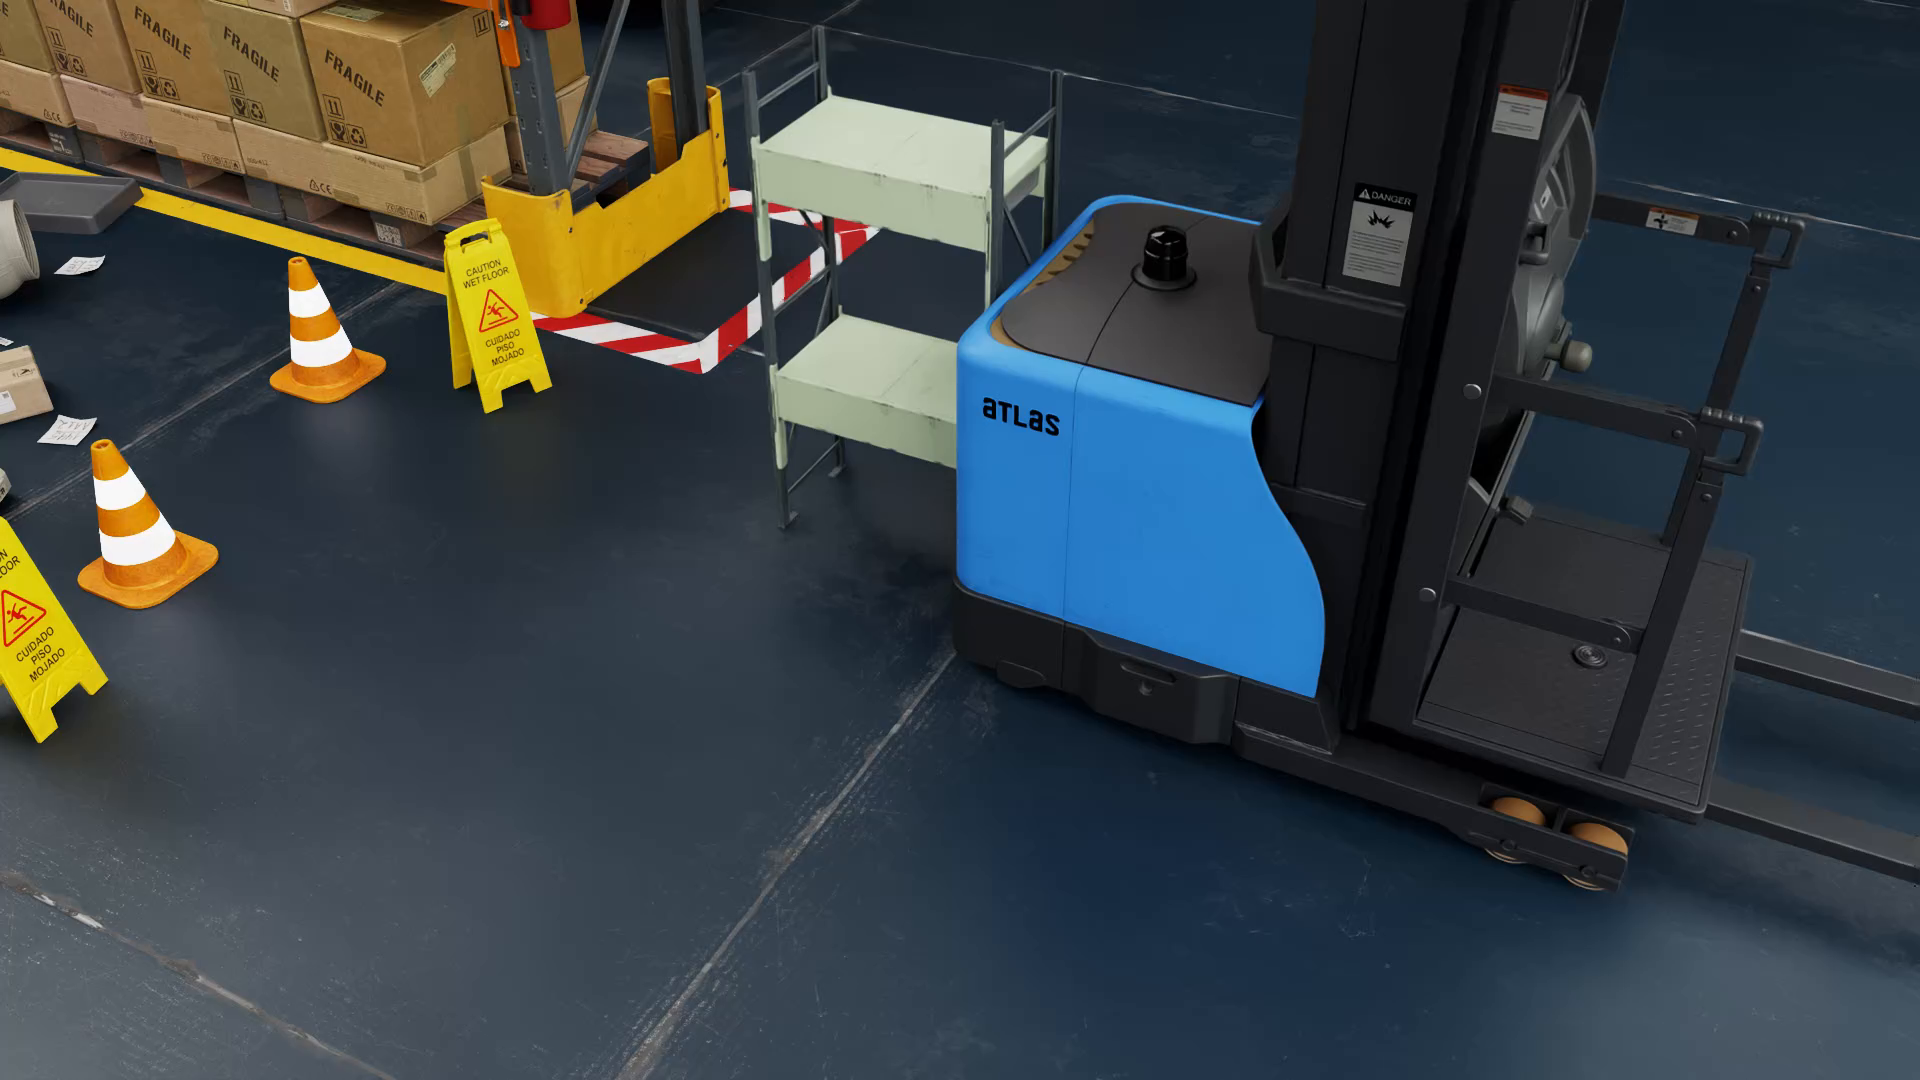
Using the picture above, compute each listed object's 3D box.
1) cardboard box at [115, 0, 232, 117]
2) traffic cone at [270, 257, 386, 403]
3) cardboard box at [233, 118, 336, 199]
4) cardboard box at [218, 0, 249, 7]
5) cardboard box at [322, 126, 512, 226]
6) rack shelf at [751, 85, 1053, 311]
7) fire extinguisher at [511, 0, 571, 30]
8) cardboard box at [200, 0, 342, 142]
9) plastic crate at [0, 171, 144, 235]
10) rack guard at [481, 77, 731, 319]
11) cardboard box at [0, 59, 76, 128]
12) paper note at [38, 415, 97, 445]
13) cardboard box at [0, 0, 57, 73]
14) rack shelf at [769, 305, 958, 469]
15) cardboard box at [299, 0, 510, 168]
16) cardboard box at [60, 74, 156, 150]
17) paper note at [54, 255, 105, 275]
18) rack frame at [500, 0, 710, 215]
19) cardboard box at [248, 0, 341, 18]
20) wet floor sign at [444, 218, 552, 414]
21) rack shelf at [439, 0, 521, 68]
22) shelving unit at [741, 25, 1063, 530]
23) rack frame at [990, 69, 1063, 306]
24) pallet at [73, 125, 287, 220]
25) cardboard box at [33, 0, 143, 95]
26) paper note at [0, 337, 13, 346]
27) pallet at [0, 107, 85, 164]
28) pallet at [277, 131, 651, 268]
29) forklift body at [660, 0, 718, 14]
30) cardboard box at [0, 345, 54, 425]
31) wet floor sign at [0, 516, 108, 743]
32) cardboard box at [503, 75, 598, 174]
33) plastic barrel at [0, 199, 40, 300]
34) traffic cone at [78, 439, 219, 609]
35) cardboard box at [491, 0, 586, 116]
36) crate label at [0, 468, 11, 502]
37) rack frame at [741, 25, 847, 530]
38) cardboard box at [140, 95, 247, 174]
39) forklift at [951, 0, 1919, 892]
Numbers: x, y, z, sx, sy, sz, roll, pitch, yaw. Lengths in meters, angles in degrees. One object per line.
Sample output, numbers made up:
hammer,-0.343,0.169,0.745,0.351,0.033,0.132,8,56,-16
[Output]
cardboard box,-3.059,-2.110,6.856,0.500,0.500,0.500,16,40,20
traffic cone,-2.293,-0.786,5.903,0.334,0.463,0.336,17,41,21
cardboard box,-2.616,-1.670,6.896,0.500,0.250,0.500,18,41,22
cardboard box,-2.728,-2.219,6.462,0.250,0.149,0.380,18,41,22
cardboard box,-2.181,-1.529,6.710,0.500,0.250,0.500,17,40,21
rack shelf,-0.152,-0.953,4.620,0.720,0.370,0.431,17,40,21
fire extinguisher,-1.428,-2.059,5.546,0.183,0.674,0.296,17,41,21
cardboard box,-2.614,-1.966,6.666,0.500,0.500,0.500,19,41,23
plastic crate,-3.853,-1.442,7.083,0.583,0.080,0.402,4,37,6
rack guard,-1.385,-1.395,6.674,0.348,0.500,1.175,17,41,21
cardboard box,-3.991,-2.102,7.466,0.500,0.250,0.500,20,41,24
paper note,-3.073,-0.381,5.727,0.142,0.019,0.148,4,37,6
cardboard box,-3.989,-2.401,7.239,0.500,0.500,0.500,19,41,23
rack shelf,-0.152,-0.383,5.053,0.720,0.370,0.431,17,40,21
cardboard box,-2.149,-1.823,6.477,0.500,0.500,0.500,18,41,22
cardboard box,-3.519,-1.956,7.273,0.500,0.250,0.500,17,40,21
paper note,-3.536,-1.109,6.686,0.148,0.019,0.142,4,37,6
rack frame,-1.318,-2.369,5.891,0.127,3.000,1.000,17,41,21
cardboard box,-2.506,-2.147,6.368,0.250,0.149,0.380,19,41,23
wet floor sign,-1.641,-0.804,5.776,0.267,0.644,0.232,-29,46,-33
rack shelf,-3.094,-2.639,6.841,4.000,0.370,1.077,17,41,21
shelving unit,-0.152,-0.642,4.856,0.755,1.500,0.431,17,40,21
rack frame,0.176,-0.544,4.726,0.023,1.500,0.400,17,40,21
pallet,-3.170,-1.865,7.532,1.213,0.211,1.003,17,41,21
cardboard box,-3.530,-2.256,7.047,0.500,0.500,0.500,20,41,24
paper note,-3.600,-0.749,6.229,0.123,0.001,0.032,17,41,21
pallet,-4.257,-2.203,7.978,1.213,0.211,1.003,17,41,21
pallet,-2.091,-1.525,7.084,1.213,0.211,1.003,17,41,21
forklift body,-1.561,-4.245,9.064,1.214,2.155,2.313,17,41,21
cardboard box,-3.410,-0.514,5.804,0.380,0.149,0.250,-21,42,-25
wet floor sign,-2.568,0.199,4.454,0.232,0.644,0.267,11,38,14
cardboard box,-1.907,-1.814,7.086,0.500,0.250,0.500,17,40,21
plastic barrel,-3.848,-1.105,6.355,0.512,0.421,0.421,-14,39,-18
traffic cone,-2.502,-0.096,4.993,0.334,0.463,0.336,17,41,21
cardboard box,-1.928,-2.119,6.868,0.500,0.500,0.500,16,40,20
crate label,-3.228,-0.151,5.336,0.298,0.136,0.250,-2,37,-2
rack frame,-0.479,-0.741,4.986,0.023,1.500,0.400,17,40,21
cardboard box,-3.083,-1.813,7.084,0.500,0.250,0.500,16,40,20
forklift,1.529,-0.672,3.711,3.031,2.935,1.130,17,40,21
